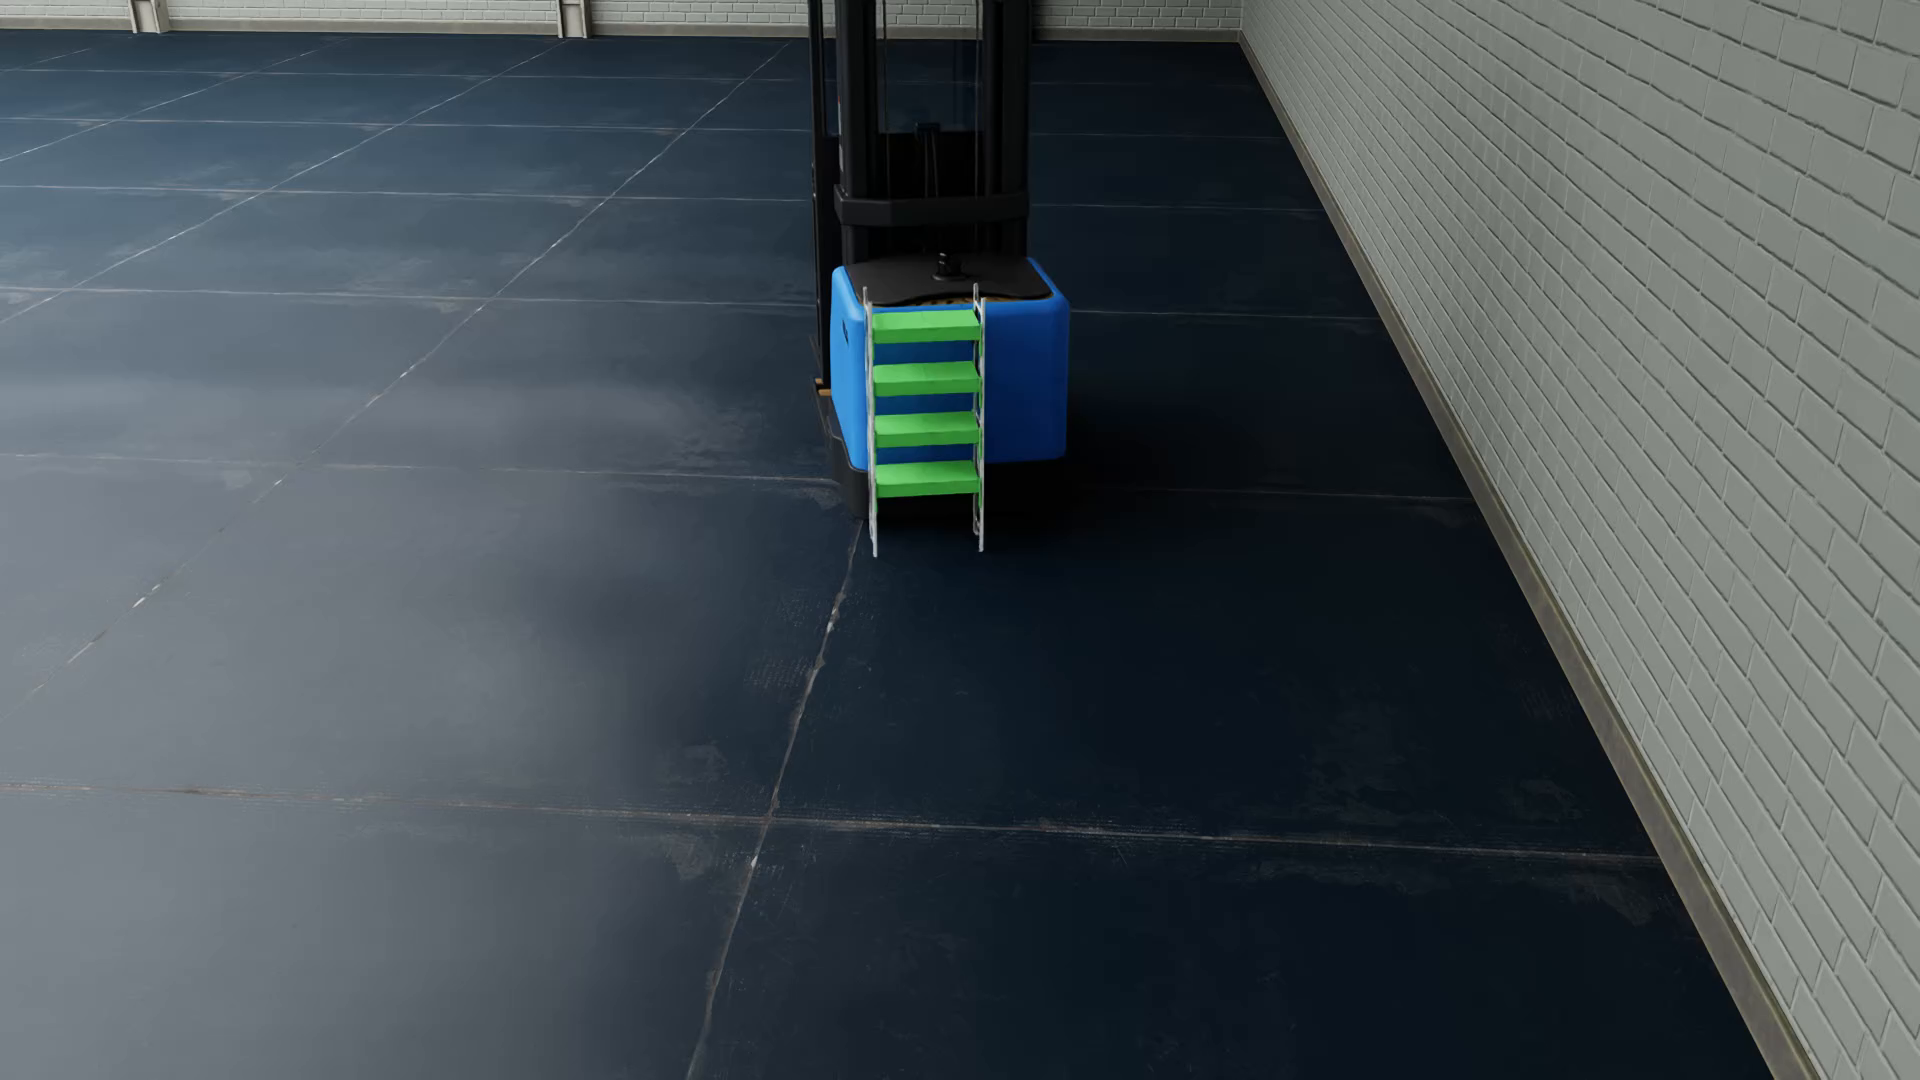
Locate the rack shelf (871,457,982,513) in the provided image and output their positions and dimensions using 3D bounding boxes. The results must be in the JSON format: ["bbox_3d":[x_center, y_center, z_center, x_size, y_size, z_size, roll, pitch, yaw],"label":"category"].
[{"bbox_3d":[-0.157,-0.251,7.586,0.480,0.148,0.258,-3,25,-7],"label":"rack shelf"}]

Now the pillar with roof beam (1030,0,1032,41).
[{"bbox_3d":[0.415,-8.976,16.492,0.400,9.000,9.100,2,25,4],"label":"pillar with roof beam"}]

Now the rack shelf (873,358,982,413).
[{"bbox_3d":[-0.157,-0.687,7.386,0.480,0.148,0.258,-3,25,-7],"label":"rack shelf"}]

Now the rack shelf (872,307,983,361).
[{"bbox_3d":[-0.157,-0.905,7.285,0.480,0.148,0.258,-3,25,-7],"label":"rack shelf"}]

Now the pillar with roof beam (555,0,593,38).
[{"bbox_3d":[-5.568,-9.168,16.909,0.400,9.000,9.100,2,25,4],"label":"pillar with roof beam"}]

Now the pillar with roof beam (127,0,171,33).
[{"bbox_3d":[-11.550,-9.360,17.326,0.400,9.000,9.100,2,25,4],"label":"pillar with roof beam"}]

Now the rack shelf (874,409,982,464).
[{"bbox_3d":[-0.157,-0.469,7.486,0.480,0.148,0.258,-3,25,-7],"label":"rack shelf"}]

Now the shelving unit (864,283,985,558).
[{"bbox_3d":[-0.157,-0.527,7.459,0.503,1.200,0.258,-3,25,-7],"label":"shelving unit"}]

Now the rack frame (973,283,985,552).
[{"bbox_3d":[0.085,-0.540,7.489,0.015,1.200,0.240,-3,25,-7],"label":"rack frame"}]

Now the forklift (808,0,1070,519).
[{"bbox_3d":[-0.238,-2.016,8.626,1.130,2.935,3.031,-4,25,-9],"label":"forklift"}]

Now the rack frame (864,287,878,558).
[{"bbox_3d":[-0.399,-0.513,7.430,0.015,1.200,0.240,-3,25,-7],"label":"rack frame"}]
